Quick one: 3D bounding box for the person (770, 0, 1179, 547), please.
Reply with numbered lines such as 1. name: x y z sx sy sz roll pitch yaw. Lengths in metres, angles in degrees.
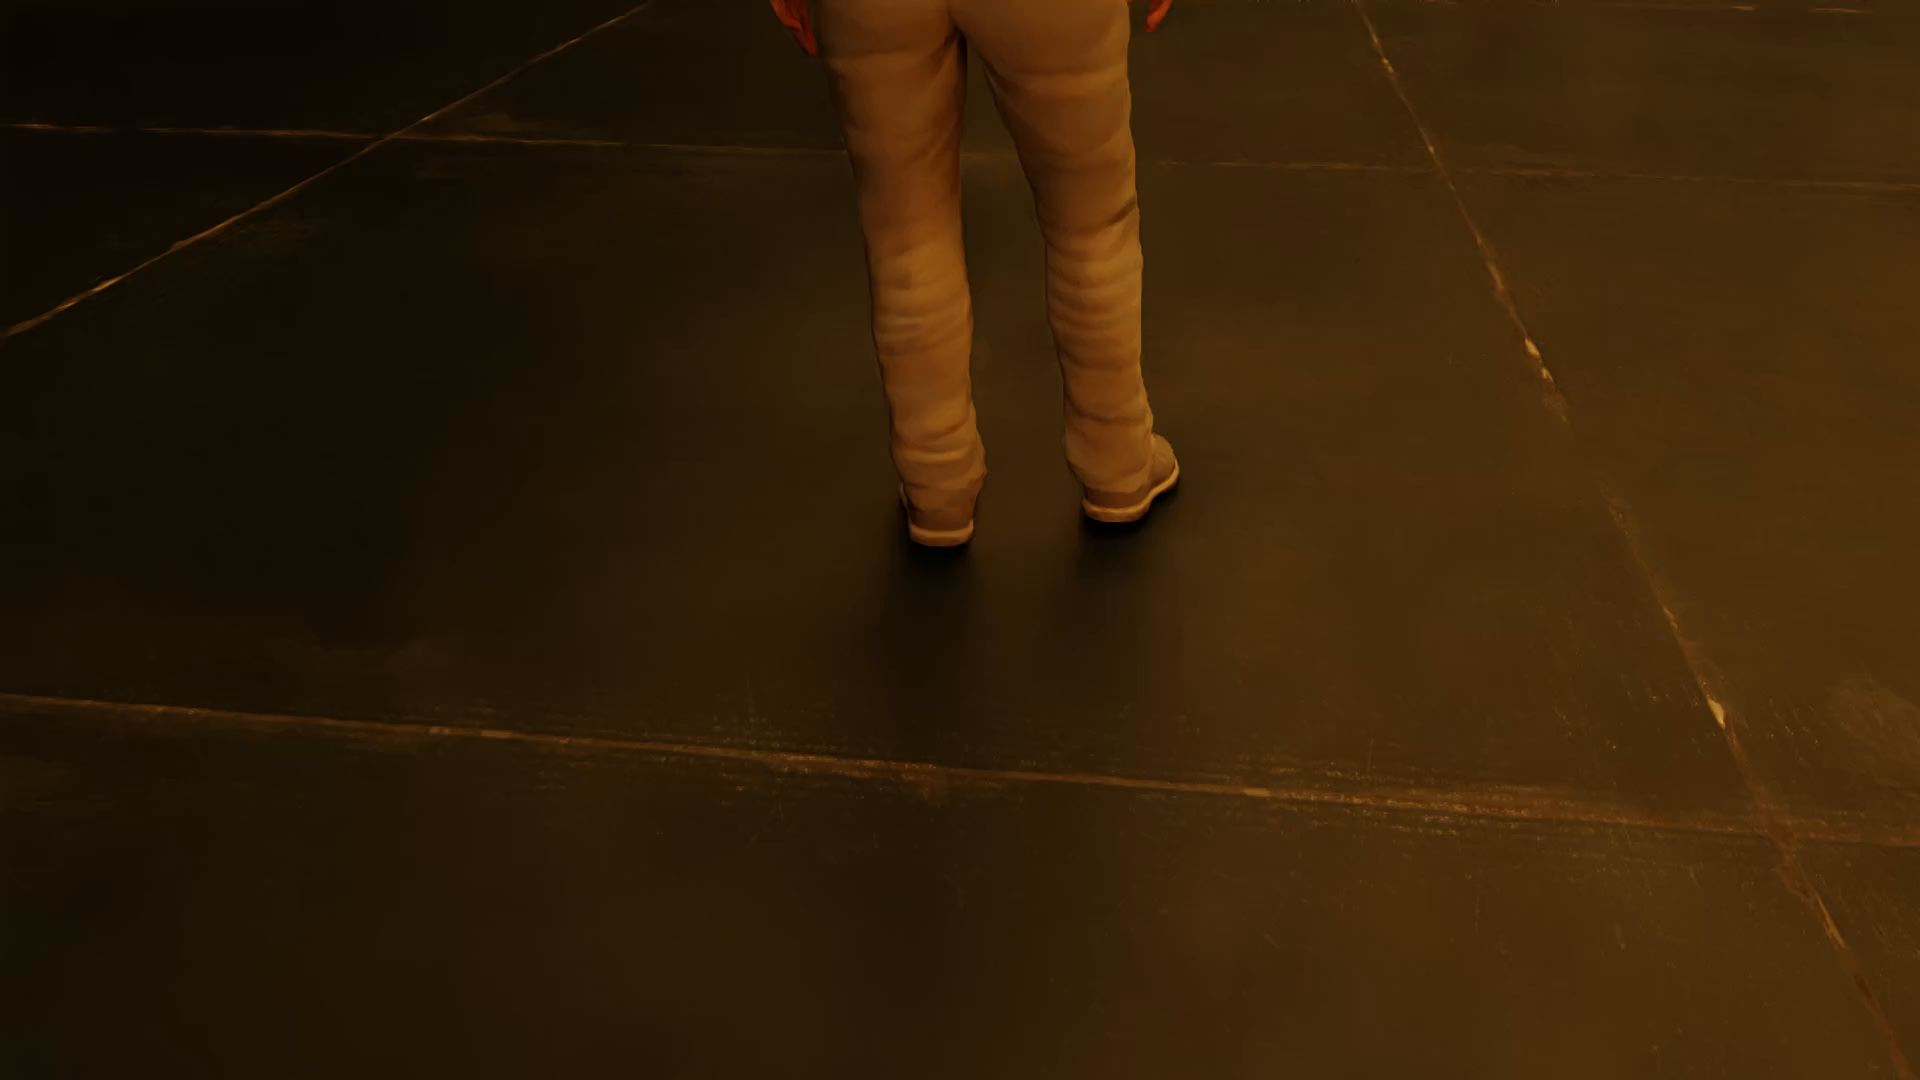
1. person: 0.033 -0.785 2.190 0.598 1.669 0.529 3 27 7
